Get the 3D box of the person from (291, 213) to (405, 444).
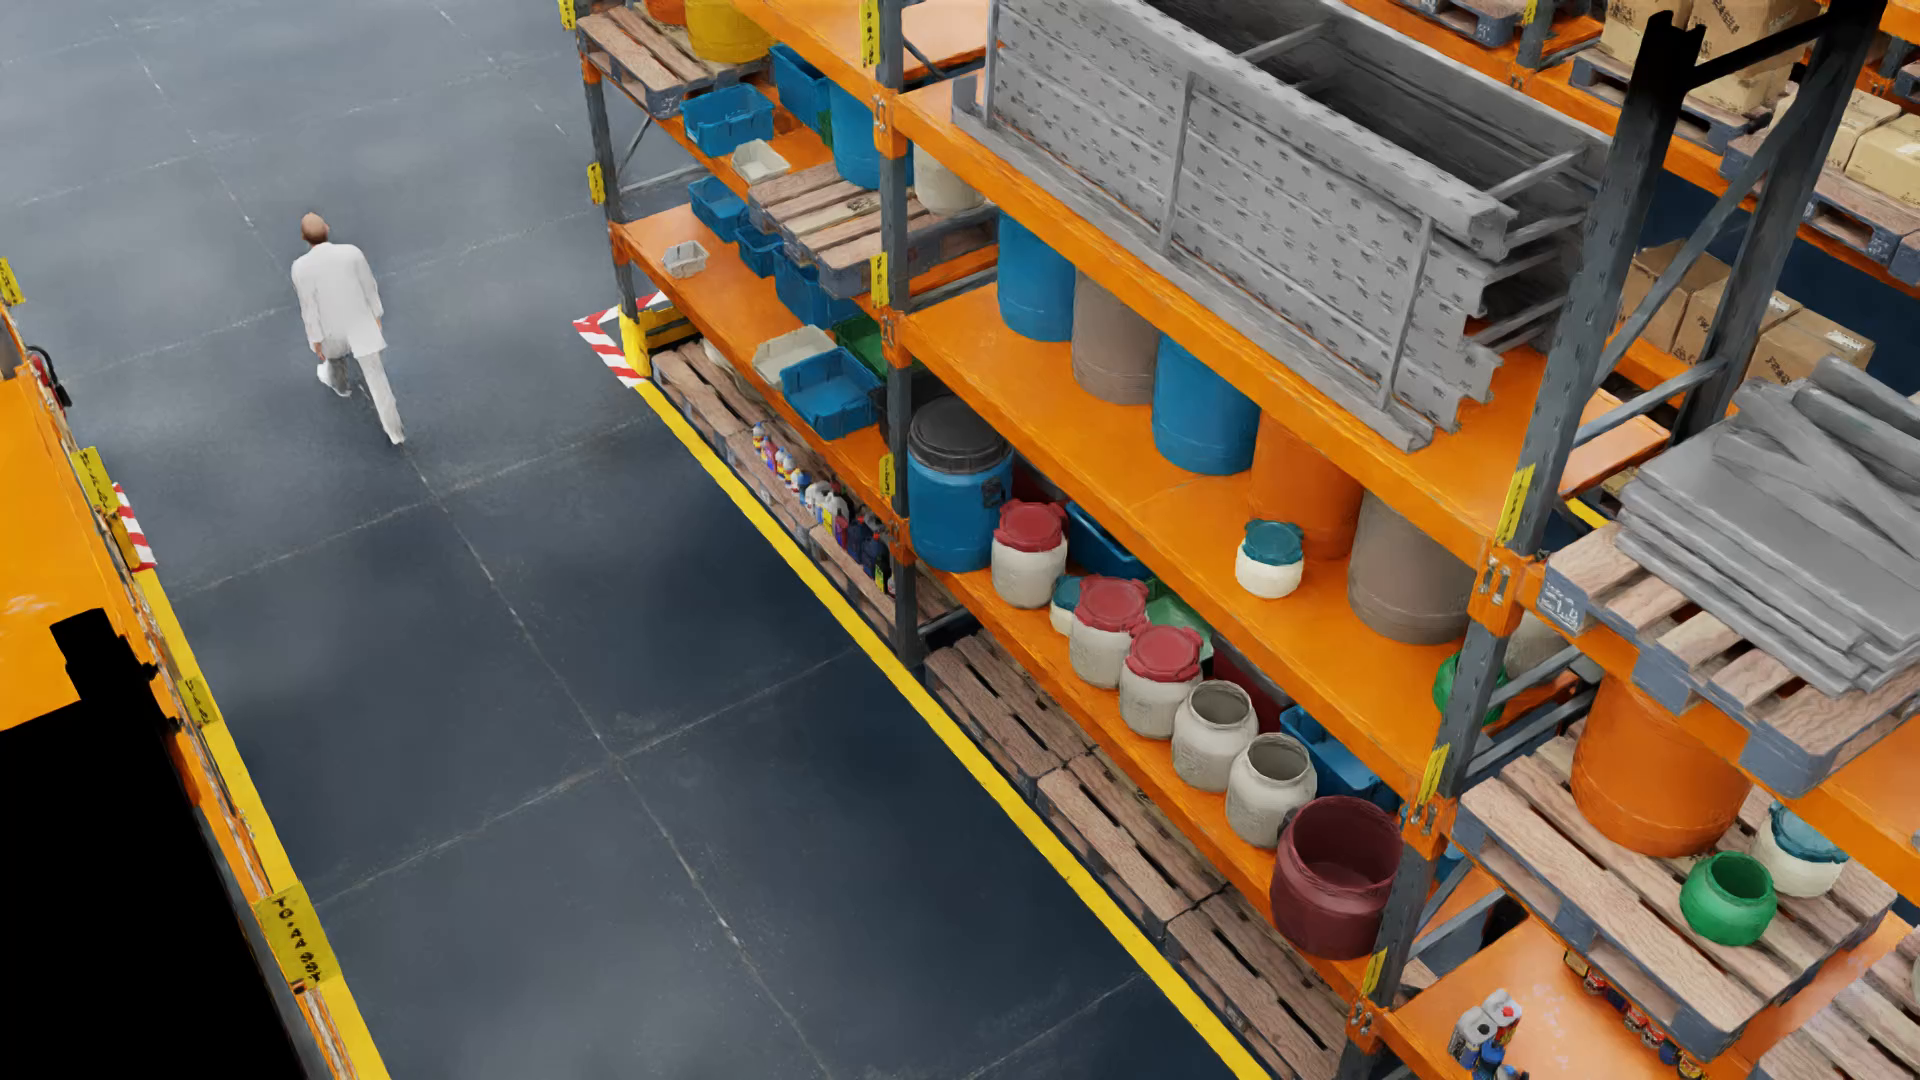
[{"bbox_3d":[-4.551,-1.635,12.258,0.598,1.698,1.193,-23,47,-23],"label":"person"}]
